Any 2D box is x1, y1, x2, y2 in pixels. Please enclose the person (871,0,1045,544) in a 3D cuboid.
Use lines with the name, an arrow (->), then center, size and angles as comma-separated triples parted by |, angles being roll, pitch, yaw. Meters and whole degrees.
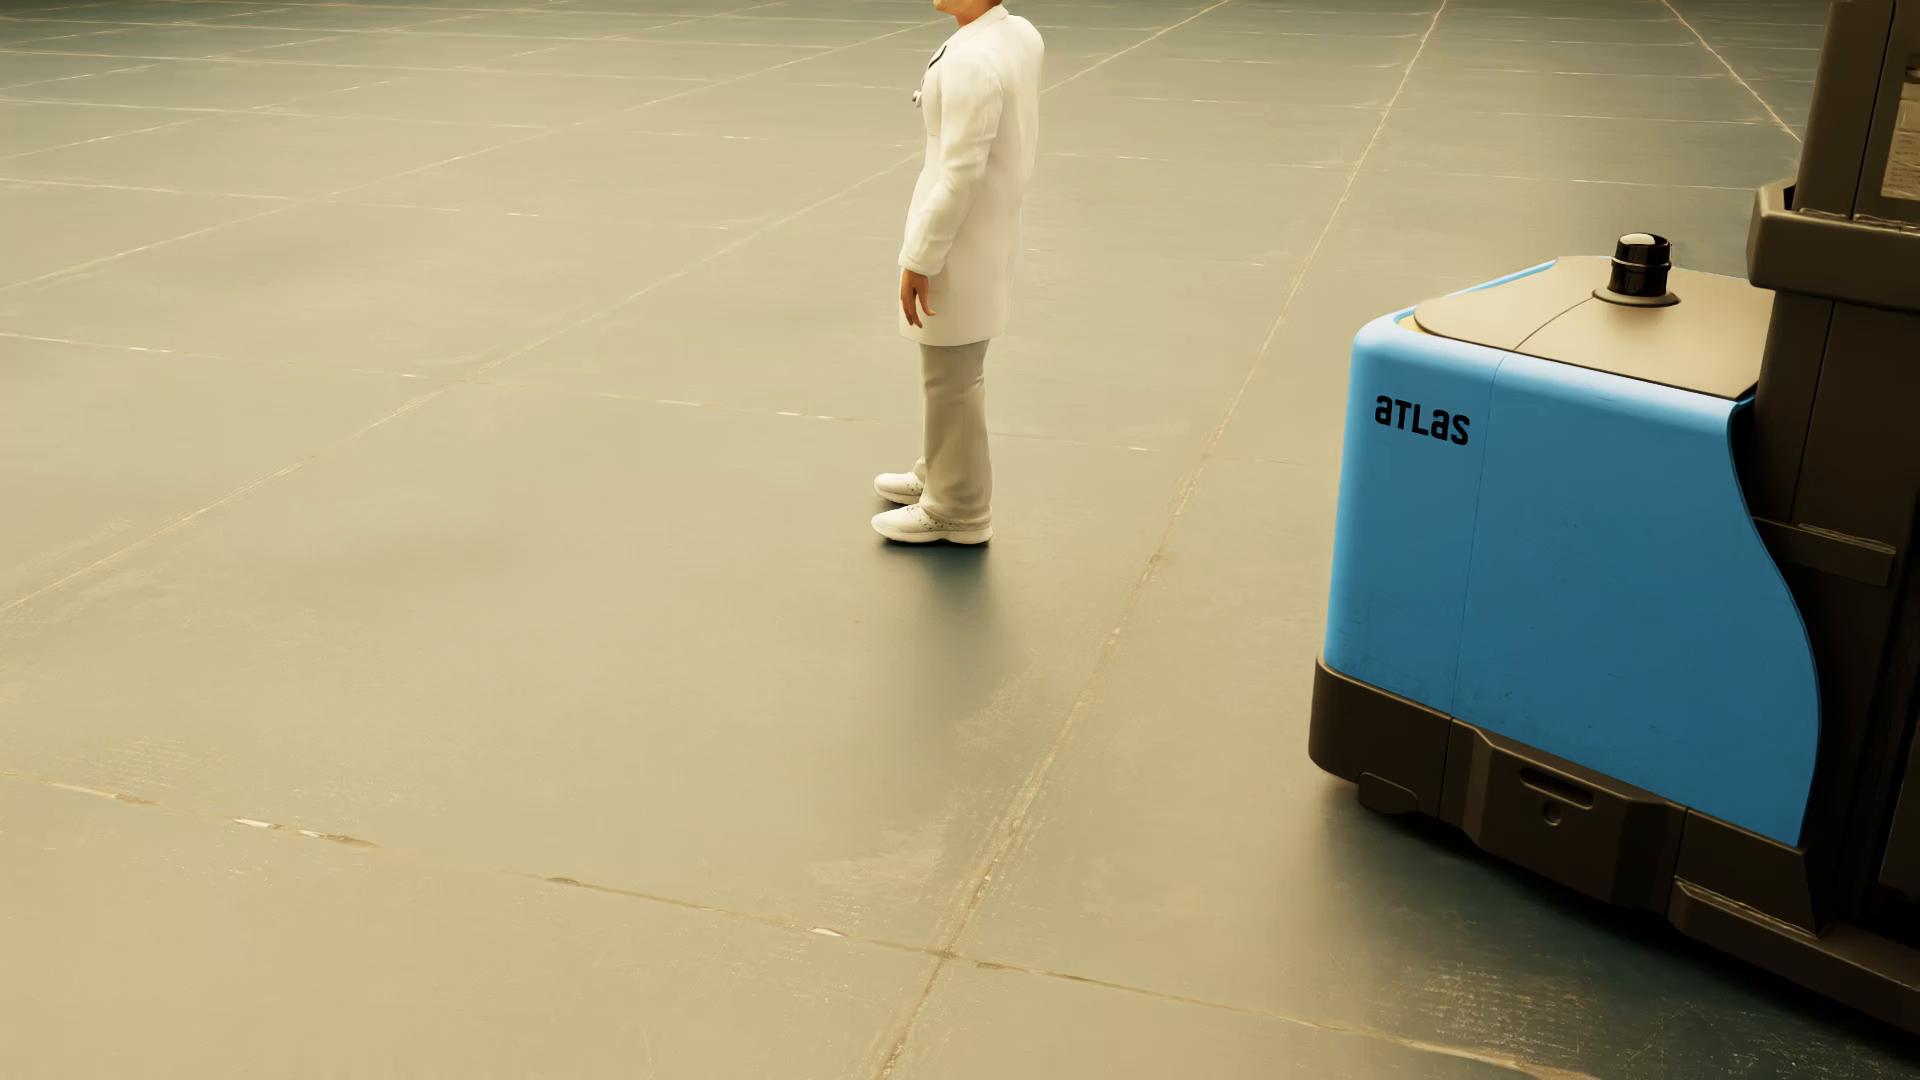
person -> -0.085, -0.840, 4.808 | 0.581, 1.775, 0.694 | 7, 23, 16

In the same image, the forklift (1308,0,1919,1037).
forklift -> 2.177, -0.529, 2.561 | 1.130, 2.935, 3.031 | -20, 30, -40
